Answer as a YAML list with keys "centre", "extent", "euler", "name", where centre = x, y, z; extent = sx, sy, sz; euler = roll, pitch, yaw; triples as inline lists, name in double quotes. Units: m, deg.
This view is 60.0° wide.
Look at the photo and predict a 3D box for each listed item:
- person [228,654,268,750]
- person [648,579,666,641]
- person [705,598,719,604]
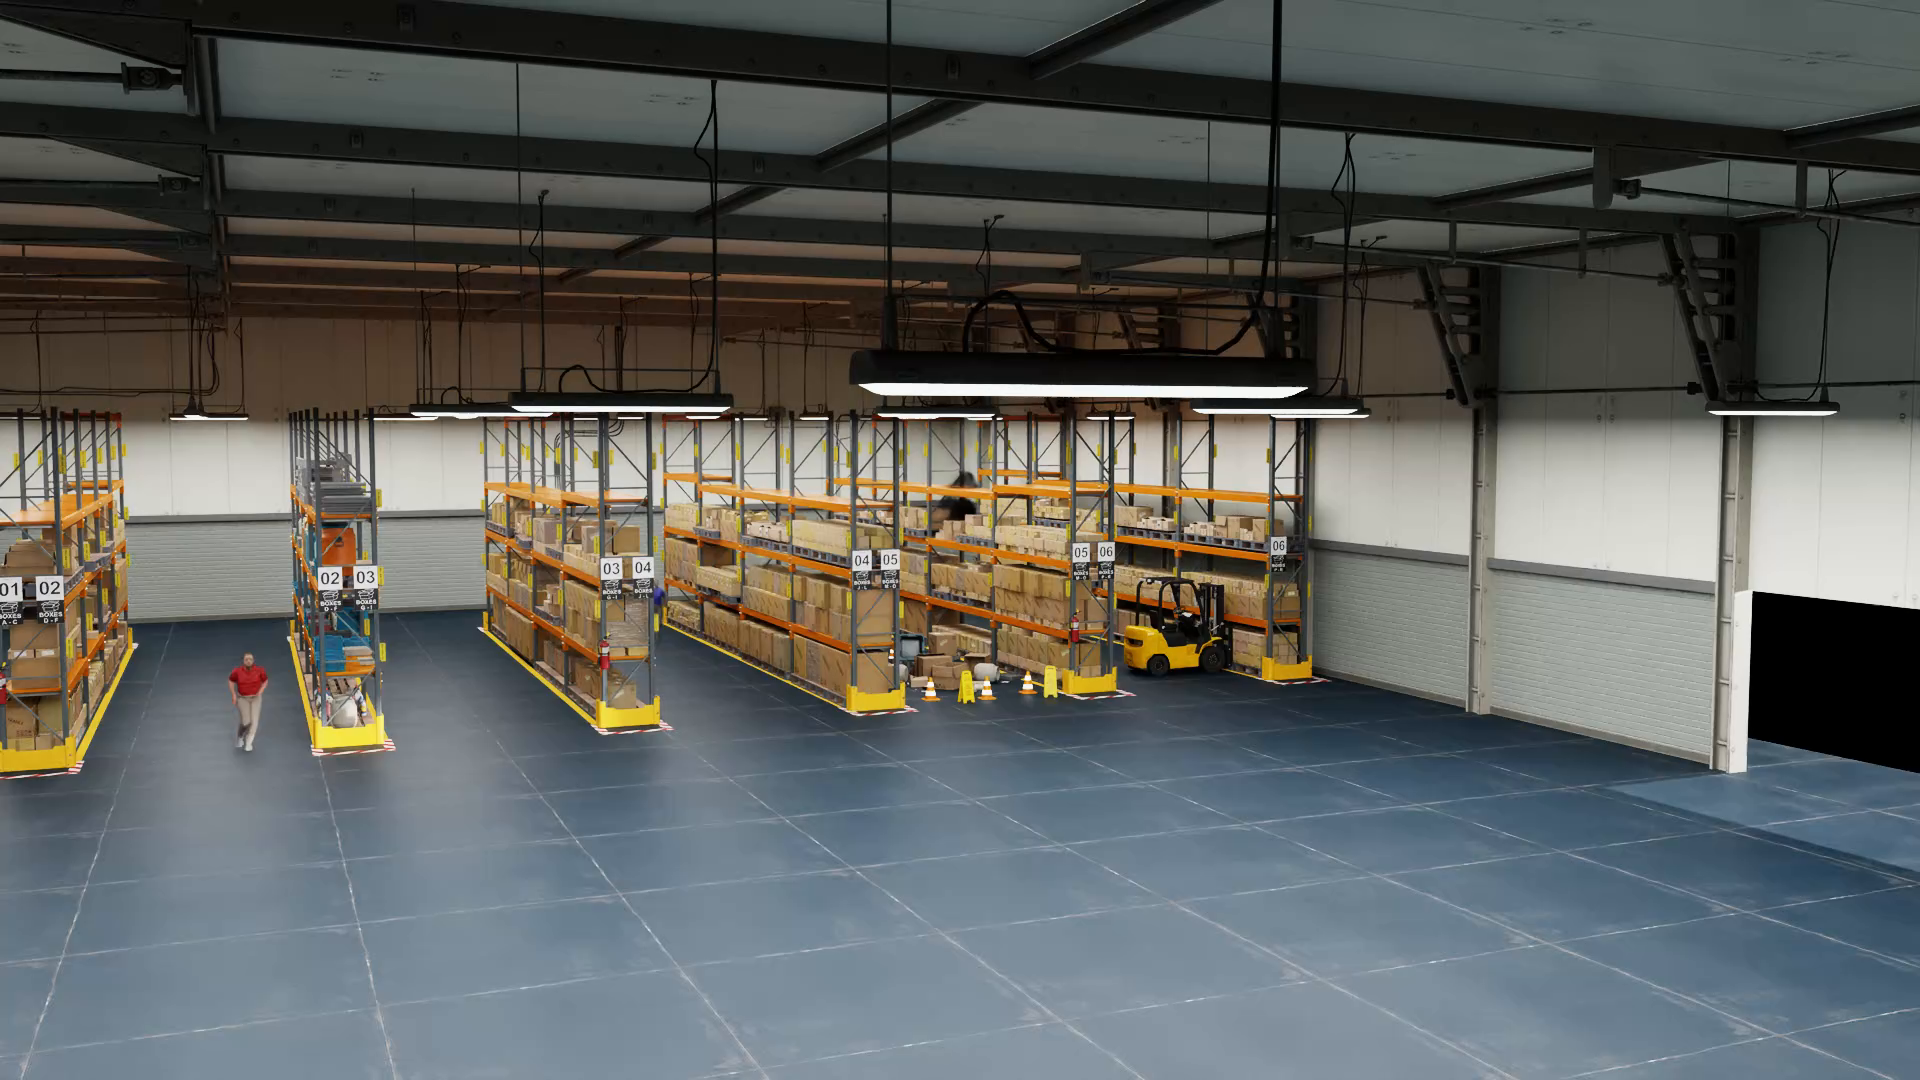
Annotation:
- centre: [-12.491, 2.849, 29.254]
  extent: [0.628, 1.699, 0.550]
  euler: [-2, 5, -31]
  name: "person"
- centre: [-8.059, 1.843, 44.047]
  extent: [0.581, 1.638, 0.658]
  euler: [-2, 4, -23]
  name: "person"
- centre: [-7.558, 1.365, 49.616]
  extent: [0.914, 1.780, 0.682]
  euler: [-1, 4, -17]
  name: "person"
